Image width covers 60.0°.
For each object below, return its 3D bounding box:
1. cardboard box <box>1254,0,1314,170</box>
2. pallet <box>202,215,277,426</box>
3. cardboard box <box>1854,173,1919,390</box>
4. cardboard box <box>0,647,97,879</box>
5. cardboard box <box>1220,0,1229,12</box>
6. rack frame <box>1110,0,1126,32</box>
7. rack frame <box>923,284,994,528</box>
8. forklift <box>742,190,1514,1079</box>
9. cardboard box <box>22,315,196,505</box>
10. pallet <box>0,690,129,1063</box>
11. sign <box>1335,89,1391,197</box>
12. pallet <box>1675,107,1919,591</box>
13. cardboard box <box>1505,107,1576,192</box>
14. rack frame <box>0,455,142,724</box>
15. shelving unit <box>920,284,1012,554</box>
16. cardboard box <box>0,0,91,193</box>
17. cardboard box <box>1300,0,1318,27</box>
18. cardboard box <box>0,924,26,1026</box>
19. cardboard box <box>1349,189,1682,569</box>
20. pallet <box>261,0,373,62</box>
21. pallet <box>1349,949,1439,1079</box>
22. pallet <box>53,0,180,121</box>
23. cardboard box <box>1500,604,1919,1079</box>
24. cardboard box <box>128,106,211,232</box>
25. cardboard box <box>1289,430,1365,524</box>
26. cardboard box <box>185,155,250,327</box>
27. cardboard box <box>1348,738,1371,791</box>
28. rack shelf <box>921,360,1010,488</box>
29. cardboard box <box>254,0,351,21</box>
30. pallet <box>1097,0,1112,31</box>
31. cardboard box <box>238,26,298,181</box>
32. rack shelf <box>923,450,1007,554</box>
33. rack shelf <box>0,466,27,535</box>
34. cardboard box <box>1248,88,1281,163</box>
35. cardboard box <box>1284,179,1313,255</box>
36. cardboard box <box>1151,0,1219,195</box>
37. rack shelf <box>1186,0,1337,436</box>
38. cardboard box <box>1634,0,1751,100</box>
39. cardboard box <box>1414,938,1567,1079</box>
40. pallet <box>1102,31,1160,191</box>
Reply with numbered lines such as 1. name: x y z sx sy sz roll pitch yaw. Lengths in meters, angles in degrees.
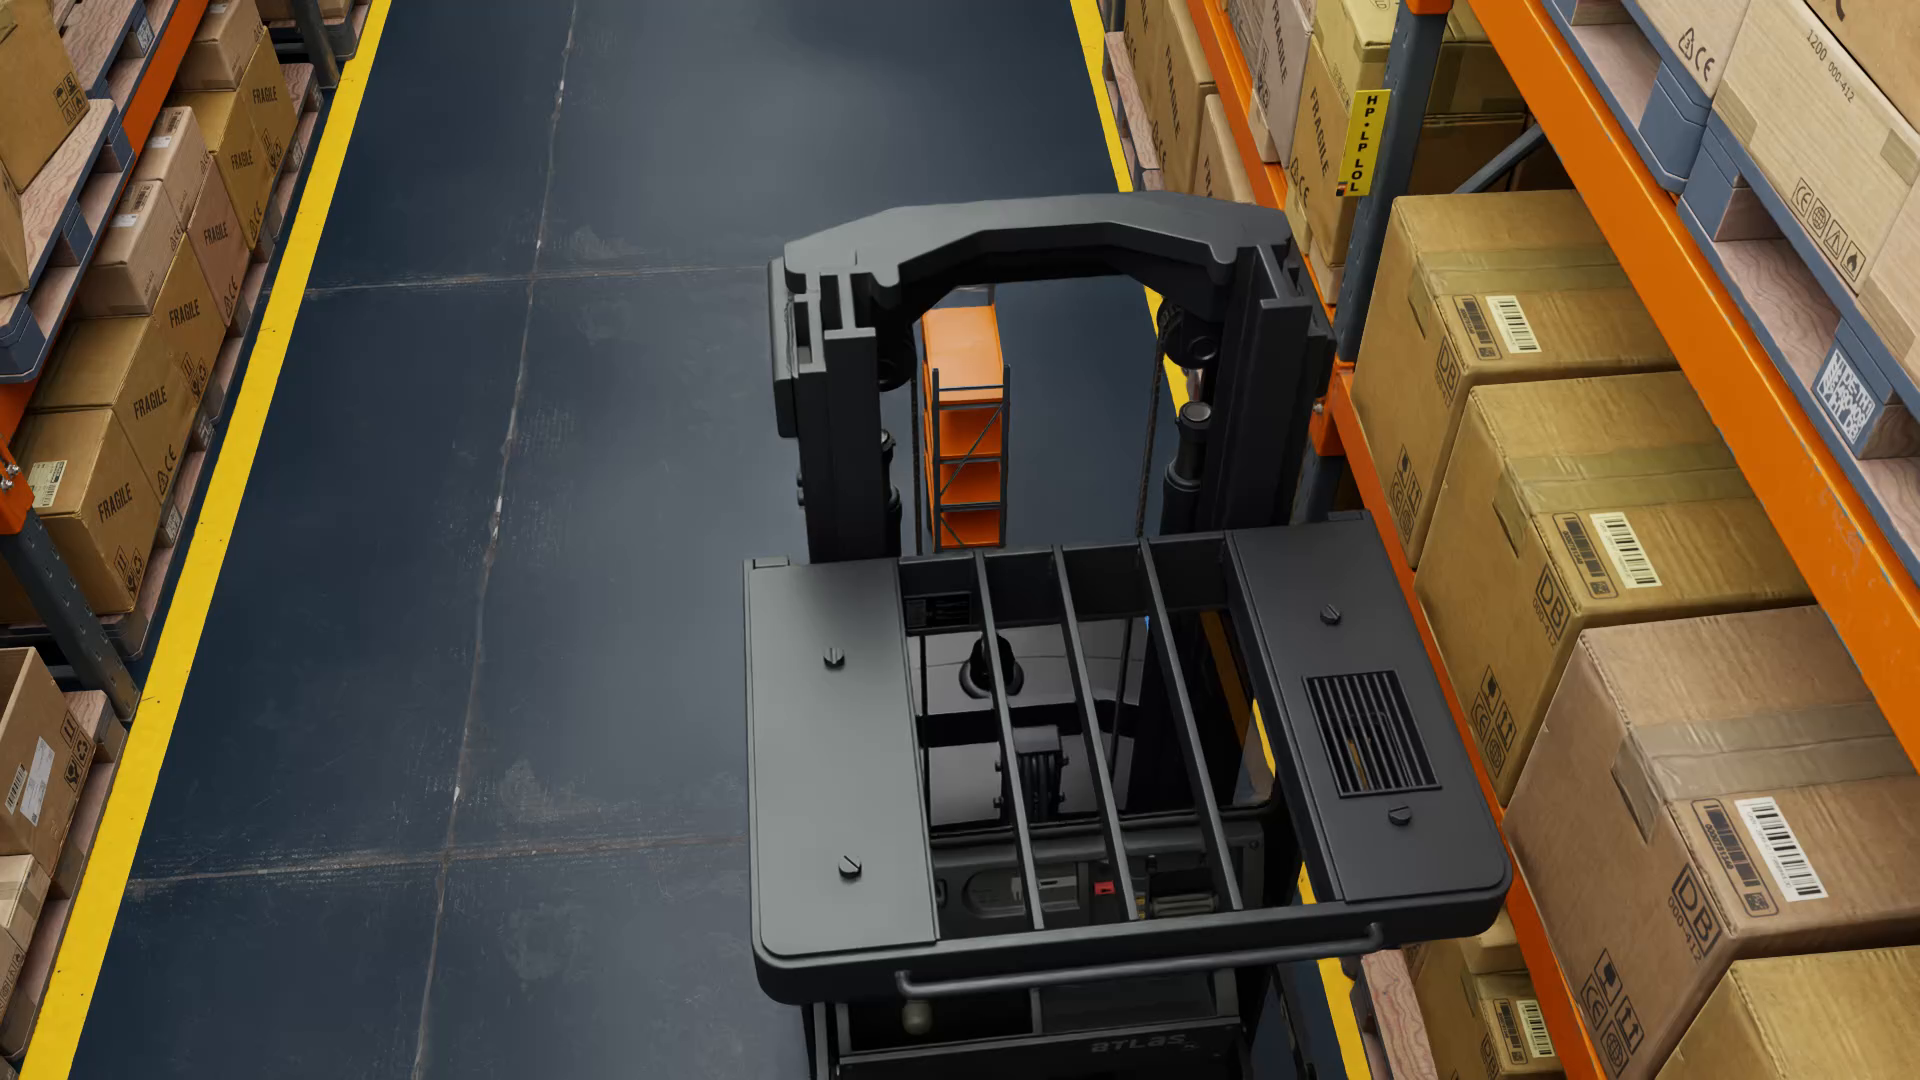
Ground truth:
1. cardboard box: 1.275 -1.556 5.371 0.500 0.500 0.500 -3 47 -3
2. pallet: -3.529 -0.934 6.989 1.003 0.211 1.213 -3 47 -3
3. cardboard box: 1.534 -0.257 2.107 0.500 0.250 0.500 -5 47 -4
4. cardboard box: -2.988 0.681 4.957 0.500 0.500 0.500 -3 47 -3
5. cardboard box: 1.195 -2.281 6.057 0.500 0.500 0.500 -2 47 -2
6. rack frame: 1.283 -3.620 7.612 1.000 3.000 0.127 -3 47 -3
7. rack frame: -0.007 -0.469 5.868 0.240 1.200 0.015 -3 47 -3
8. forklift: 0.206 0.916 3.364 1.130 2.935 3.031 -5 47 -4
9. cardboard box: -3.172 -0.464 6.042 0.500 0.500 0.500 -3 47 -3
10. pallet: -3.262 1.034 5.126 1.003 0.211 1.213 -3 47 -3
11. sign: 1.078 -1.057 4.442 0.100 0.325 0.005 -3 47 -3
12. pallet: 1.775 -0.253 2.419 1.003 0.211 1.213 -3 47 -3
13. cardboard box: 1.830 -1.217 5.049 0.500 0.500 0.500 -5 47 -5
14. rack frame: -3.318 -0.422 4.584 1.000 3.000 0.127 -3 47 -3
15. shelving unit: 0.014 -0.293 5.701 0.258 1.200 0.503 -3 47 -3
16. cardboard box: -3.256 -1.451 5.200 0.700 0.500 0.500 3 47 3
17. cardboard box: 1.291 -1.820 5.104 0.500 0.250 0.500 -3 47 -2
18. cardboard box: -2.925 1.289 4.512 0.500 0.311 0.500 -3 47 -3
19. cardboard box: 1.647 -0.435 4.390 0.980 0.700 0.700 -3 47 -3
20. pallet: -3.683 -2.955 8.903 1.003 0.211 1.213 -3 47 -3
21. pallet: 1.709 1.673 4.520 1.003 0.211 1.213 -3 47 -3
22. pallet: -3.486 -1.843 6.062 1.003 0.211 1.213 -3 47 -3
23. cardboard box: 1.773 0.619 3.391 0.980 0.700 0.700 -6 47 -5
24. cardboard box: -3.242 -1.423 6.434 0.500 0.250 0.500 -4 47 -4
25. cardboard box: 1.434 -0.593 5.937 0.750 0.750 0.750 -3 47 -3
26. cardboard box: -3.248 -1.192 6.731 0.500 0.500 0.500 -5 47 -5
27. cardboard box: 1.578 0.537 5.108 0.700 0.500 0.500 -3 47 -3
28. rack shelf: 0.014 -0.400 5.587 0.258 0.148 0.480 -3 47 -3
29. cardboard box: -3.404 -2.912 8.546 0.500 0.250 0.500 -4 47 -3
30. pallet: 1.219 -3.226 9.160 1.003 0.211 1.213 -3 47 -3
31. cardboard box: -3.341 -1.945 7.445 0.500 0.500 0.500 -2 47 -2
32. rack shelf: 0.014 -0.110 5.894 0.258 0.148 0.480 -3 47 -3
33. rack shelf: -3.151 1.272 3.474 1.077 0.370 4.000 -3 47 -3
34. cardboard box: 1.205 -1.432 5.700 0.380 0.149 0.250 -3 47 -3
35. cardboard box: 1.263 -1.055 5.342 0.380 0.149 0.250 -3 47 -3
36. cardboard box: 1.281 -1.851 7.128 0.750 0.750 0.750 -4 47 -3
37. rack shelf: 1.450 -1.925 6.503 1.077 0.370 4.000 -3 47 -3
38. cardboard box: 1.441 -0.999 2.809 0.500 0.250 0.500 -4 47 -4
39. cardboard box: 1.658 1.272 4.412 0.700 0.500 0.500 -3 47 -2
40. pallet: 1.274 -2.086 8.080 1.003 0.211 1.213 -3 47 -3
